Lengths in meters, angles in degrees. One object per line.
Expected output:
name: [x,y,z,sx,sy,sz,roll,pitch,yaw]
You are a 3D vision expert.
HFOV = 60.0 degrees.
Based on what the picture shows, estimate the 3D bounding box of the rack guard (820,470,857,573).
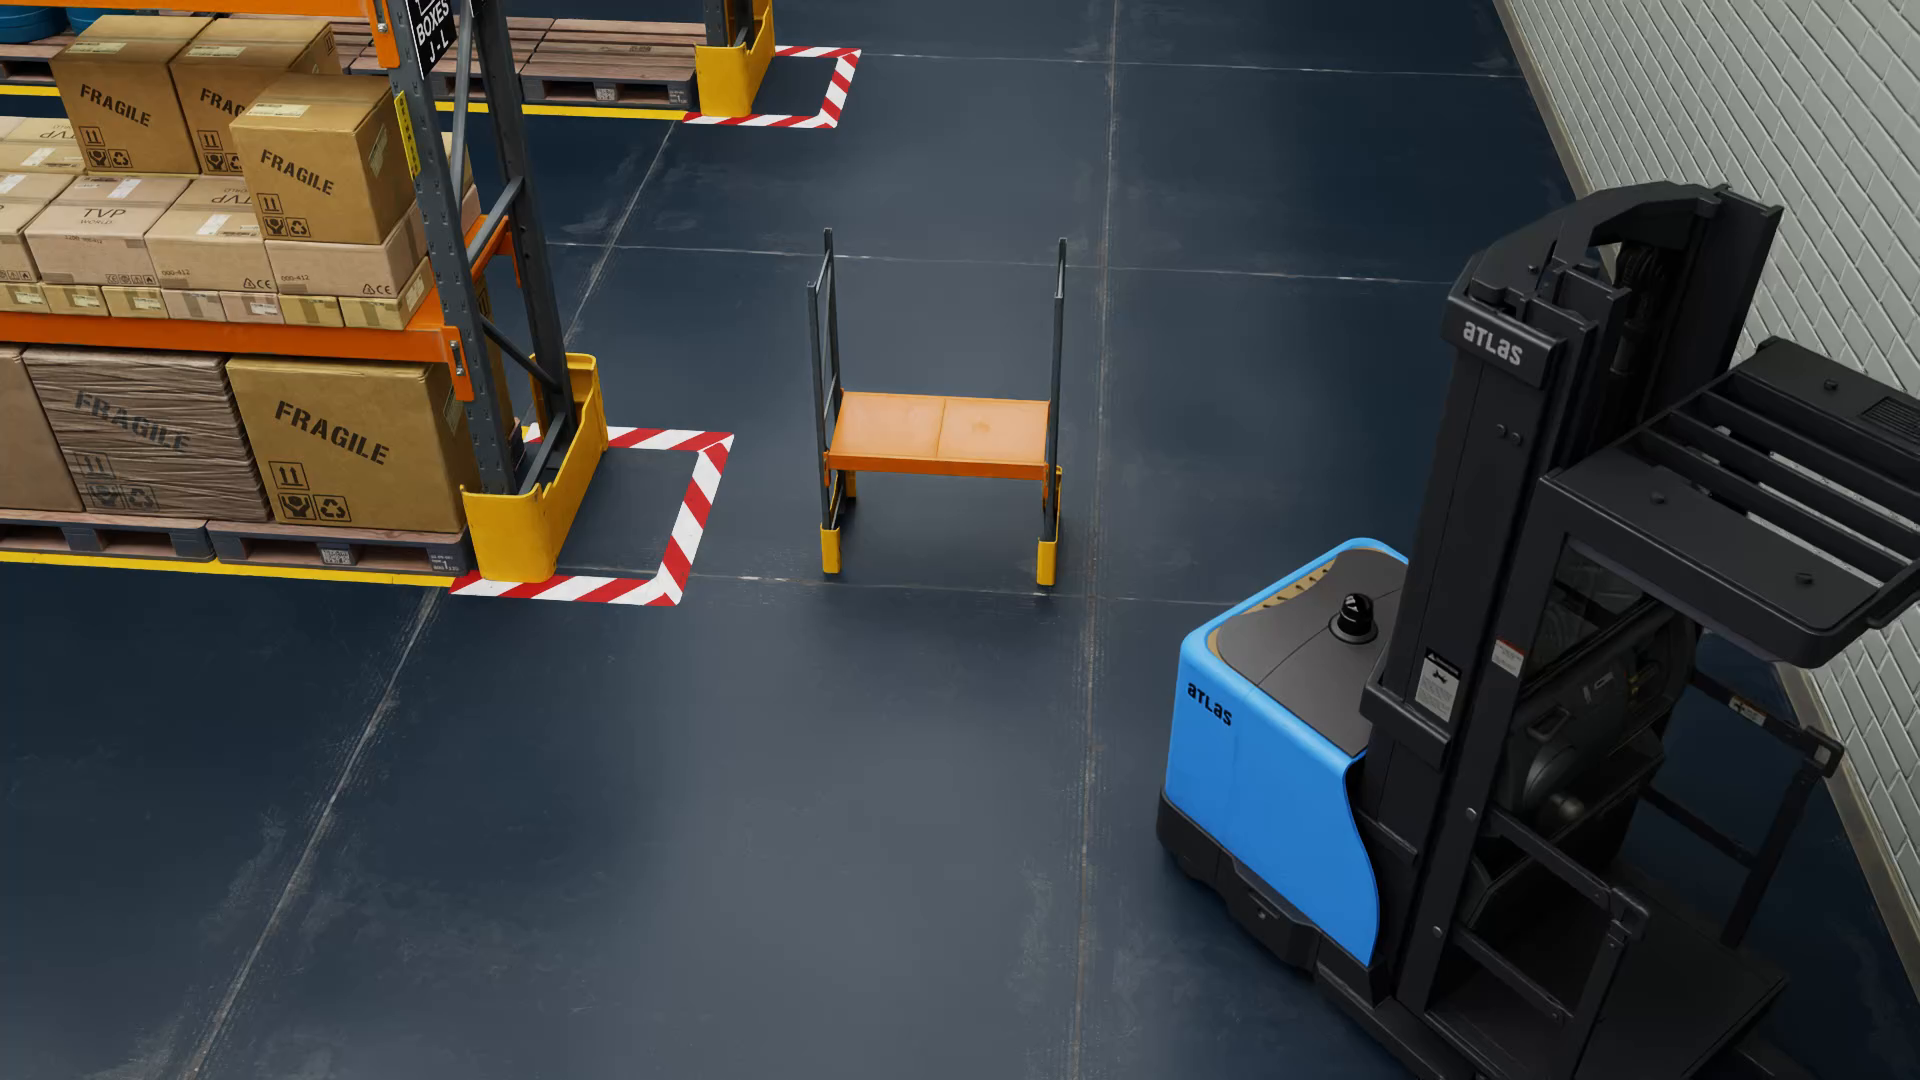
rack guard: [-0.572,-0.128,7.880,0.087,0.250,0.587,3,39,4]

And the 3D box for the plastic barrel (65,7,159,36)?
plastic barrel: [-6.138,-4.061,11.863,0.708,0.901,0.600,3,39,4]

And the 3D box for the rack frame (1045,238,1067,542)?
rack frame: [0.421,-0.559,7.419,0.032,1.500,0.500,3,39,4]

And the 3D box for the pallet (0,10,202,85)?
pallet: [-6.362,-3.658,12.247,1.213,0.211,1.003,3,39,4]

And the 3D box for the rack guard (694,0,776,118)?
rack guard: [-1.587,-3.491,11.813,0.348,0.500,1.175,3,39,4]

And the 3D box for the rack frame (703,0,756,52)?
rack frame: [-1.612,-4.453,11.016,0.127,3.000,1.000,3,39,4]

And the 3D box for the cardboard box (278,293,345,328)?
cardboard box: [-2.682,-1.066,7.053,0.250,0.149,0.380,4,39,4]

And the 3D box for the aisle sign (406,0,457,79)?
aisle sign: [-1.993,-2.154,6.131,0.004,0.787,0.394,3,39,4]

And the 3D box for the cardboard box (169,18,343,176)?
cardboard box: [-2.992,-1.910,7.179,0.500,0.500,0.500,2,39,3]

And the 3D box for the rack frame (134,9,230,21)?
rack frame: [-5.597,-4.671,11.283,0.127,3.000,1.000,3,39,4]

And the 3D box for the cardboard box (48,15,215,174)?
cardboard box: [-3.509,-1.934,7.209,0.500,0.500,0.500,2,39,3]

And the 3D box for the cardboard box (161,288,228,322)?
cardboard box: [-3.181,-1.095,7.089,0.250,0.149,0.380,4,39,5]

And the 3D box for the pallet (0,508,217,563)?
pallet: [-4.055,-0.319,8.146,1.213,0.211,1.003,3,39,4]

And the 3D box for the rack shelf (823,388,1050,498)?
rack shelf: [-0.085,-0.447,7.566,1.000,0.185,0.538,3,39,4]

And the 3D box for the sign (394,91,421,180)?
sign: [-2.100,-1.539,6.330,0.005,0.325,0.100,3,39,4]

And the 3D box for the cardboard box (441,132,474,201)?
cardboard box: [-2.494,-1.591,7.383,0.500,0.250,0.500,2,39,3]

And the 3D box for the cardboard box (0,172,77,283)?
cardboard box: [-4.077,-1.336,7.069,0.500,0.250,0.500,3,39,4]

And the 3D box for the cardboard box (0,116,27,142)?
cardboard box: [-4.538,-1.700,7.516,0.500,0.250,0.500,4,39,5]

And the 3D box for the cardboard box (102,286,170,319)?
cardboard box: [-3.440,-1.108,7.104,0.250,0.149,0.380,2,39,3]

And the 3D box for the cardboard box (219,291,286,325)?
cardboard box: [-2.933,-1.081,7.071,0.250,0.149,0.380,3,39,4]

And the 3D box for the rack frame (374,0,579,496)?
rack frame: [-2.039,-1.338,7.189,0.127,3.000,1.000,3,39,4]

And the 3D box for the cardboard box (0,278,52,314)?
cardboard box: [-3.945,-1.137,7.140,0.250,0.149,0.380,4,39,5]

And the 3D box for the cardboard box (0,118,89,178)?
cardboard box: [-4.033,-1.670,7.480,0.500,0.250,0.500,2,39,3]

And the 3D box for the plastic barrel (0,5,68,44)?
plastic barrel: [-6.843,-4.099,11.910,0.708,0.901,0.600,3,39,4]

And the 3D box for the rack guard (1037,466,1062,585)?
rack guard: [0.420,-0.074,7.813,0.087,0.250,0.587,3,39,4]

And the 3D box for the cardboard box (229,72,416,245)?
cardboard box: [-2.547,-1.548,6.735,0.500,0.500,0.500,4,39,4]

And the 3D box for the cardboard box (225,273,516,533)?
cardboard box: [-2.684,-0.662,7.708,0.875,0.875,0.875,3,39,4]

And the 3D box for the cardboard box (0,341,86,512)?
cardboard box: [-4.477,-0.760,7.828,0.875,0.875,0.875,3,39,4]

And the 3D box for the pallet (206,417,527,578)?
pallet: [-2.843,-0.251,8.062,1.213,0.211,1.003,3,39,4]

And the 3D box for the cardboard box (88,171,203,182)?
cardboard box: [-3.513,-1.645,7.449,0.500,0.250,0.500,2,39,2]

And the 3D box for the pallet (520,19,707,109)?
pallet: [-2.430,-3.441,11.981,1.213,0.211,1.003,3,39,4]

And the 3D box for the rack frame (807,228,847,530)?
rack frame: [-0.591,-0.614,7.487,0.032,1.500,0.500,3,39,4]

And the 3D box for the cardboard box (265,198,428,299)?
cardboard box: [-2.545,-1.255,6.969,0.500,0.250,0.500,3,39,3]

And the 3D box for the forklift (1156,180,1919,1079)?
forklift: [2.065,0.579,4.887,1.130,2.935,3.031,-27,46,-29]

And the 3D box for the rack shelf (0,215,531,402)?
rack shelf: [-4.032,-1.168,7.549,4.000,0.370,1.077,3,39,4]

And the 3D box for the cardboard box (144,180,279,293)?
cardboard box: [-3.050,-1.283,7.004,0.500,0.250,0.500,2,39,3]

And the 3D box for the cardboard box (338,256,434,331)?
cardboard box: [-2.422,-1.053,7.037,0.250,0.149,0.380,4,39,5]

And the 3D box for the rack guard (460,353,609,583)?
rack guard: [-2.015,-0.368,7.976,0.348,0.500,1.175,3,39,4]

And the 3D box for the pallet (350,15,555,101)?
pallet: [-3.642,-3.509,12.065,1.213,0.211,1.003,3,39,4]

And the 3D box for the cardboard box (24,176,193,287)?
cardboard box: [-3.557,-1.311,7.038,0.500,0.250,0.500,2,39,2]

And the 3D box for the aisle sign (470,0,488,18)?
aisle sign: [-1.942,-2.531,6.595,0.004,0.787,0.394,3,39,4]

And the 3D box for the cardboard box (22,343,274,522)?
cardboard box: [-3.590,-0.711,7.769,0.875,0.875,0.875,3,39,4]

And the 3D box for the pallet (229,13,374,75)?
pallet: [-4.861,-3.574,12.144,1.213,0.211,1.003,3,39,4]

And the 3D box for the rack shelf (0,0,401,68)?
rack shelf: [-4.032,-2.332,6.603,4.000,0.370,1.077,3,39,4]

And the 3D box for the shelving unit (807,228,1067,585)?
shelving unit: [-0.076,-0.586,7.452,1.083,1.500,0.587,3,39,4]

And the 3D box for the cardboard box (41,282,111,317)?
cardboard box: [-3.699,-1.122,7.121,0.250,0.149,0.380,3,39,4]

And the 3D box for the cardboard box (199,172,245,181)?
cardboard box: [-3.013,-1.616,7.412,0.500,0.250,0.500,3,39,3]

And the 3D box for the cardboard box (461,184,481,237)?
cardboard box: [-2.365,-1.468,7.547,0.250,0.149,0.380,4,39,4]
